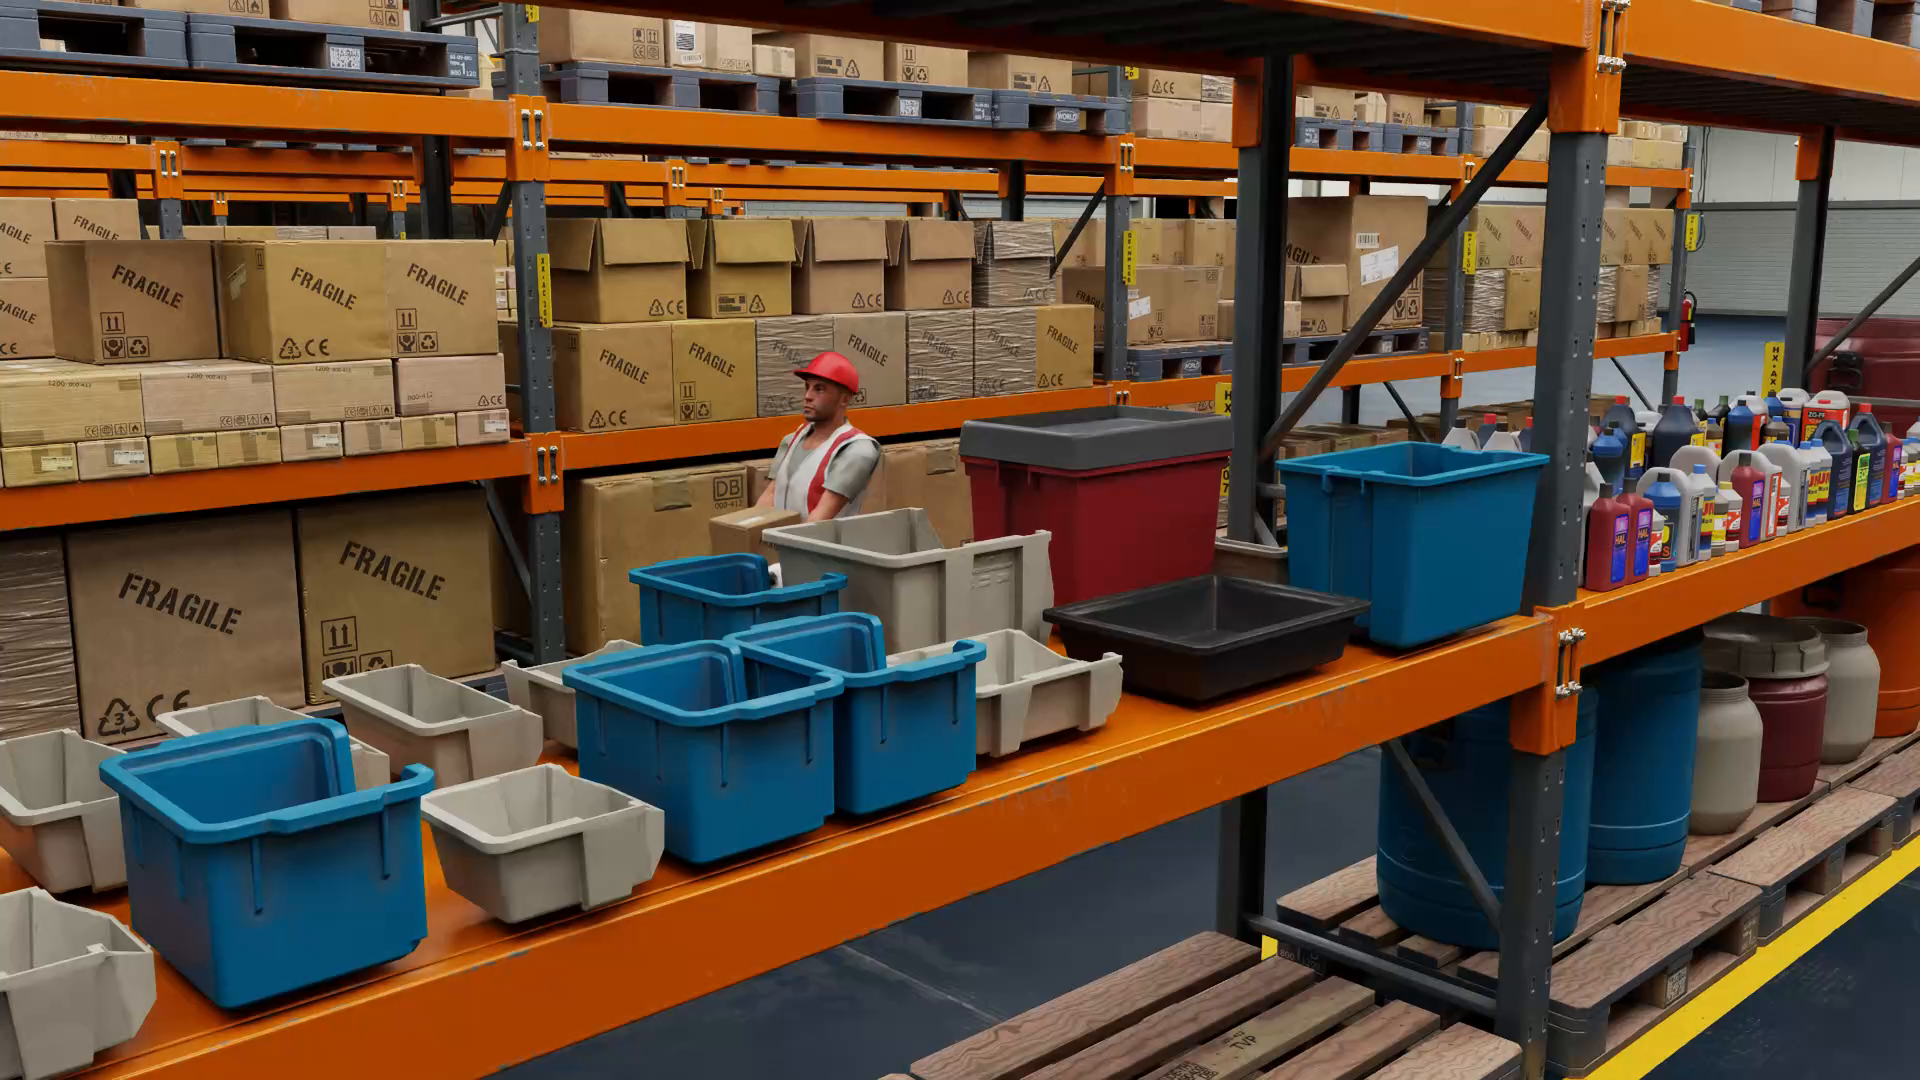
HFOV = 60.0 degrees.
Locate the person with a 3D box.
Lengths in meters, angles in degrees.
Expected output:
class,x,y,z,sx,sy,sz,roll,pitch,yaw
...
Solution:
class,x,y,z,sx,sy,sz,roll,pitch,yaw
person,-0.626,0.175,6.415,0.570,1.782,0.493,-9,14,-42
